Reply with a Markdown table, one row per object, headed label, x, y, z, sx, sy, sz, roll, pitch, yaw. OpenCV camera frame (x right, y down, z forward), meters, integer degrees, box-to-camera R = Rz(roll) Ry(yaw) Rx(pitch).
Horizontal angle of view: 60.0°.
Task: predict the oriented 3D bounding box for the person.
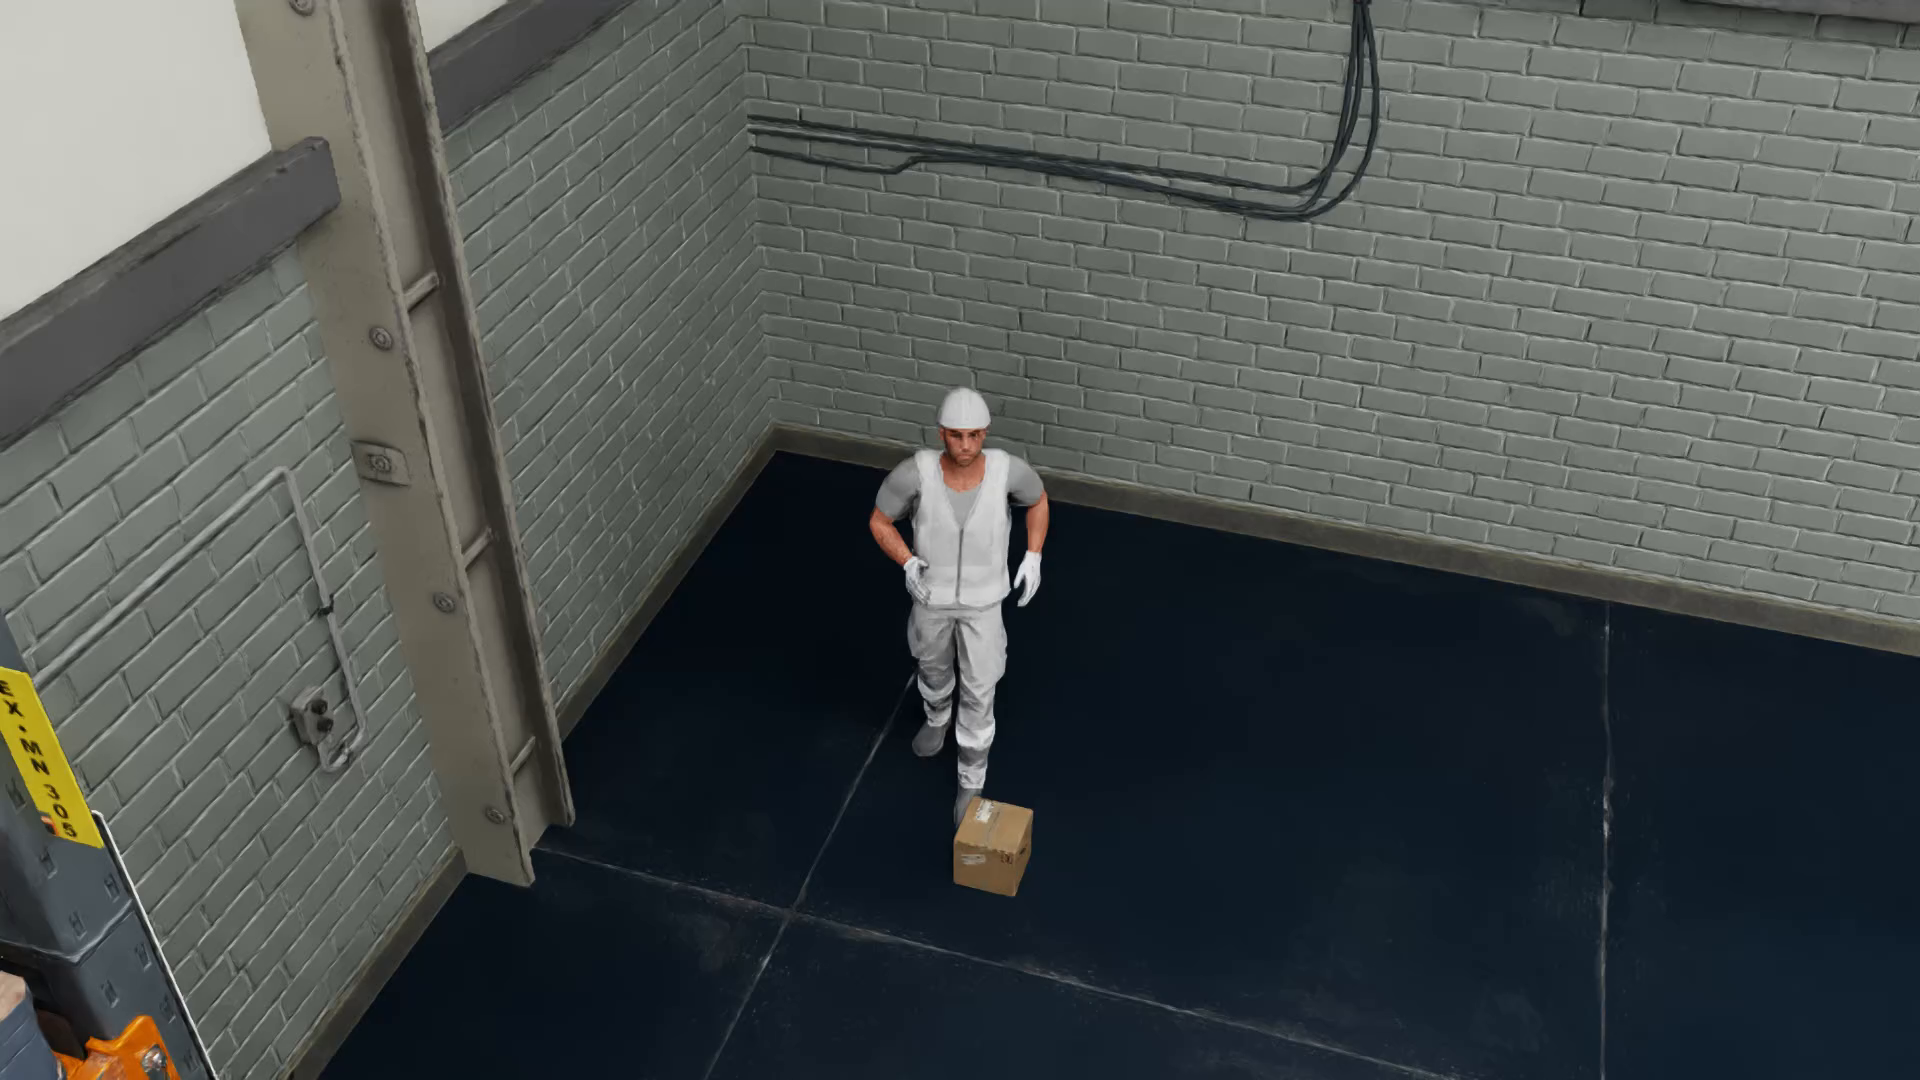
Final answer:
| label | x | y | z | sx | sy | sz | roll | pitch | yaw |
| --- | --- | --- | --- | --- | --- | --- | --- | --- | --- |
| person | 0.000 | 0.282 | 6.500 | 0.709 | 1.796 | 0.709 | 0 | 37 | 0 |
